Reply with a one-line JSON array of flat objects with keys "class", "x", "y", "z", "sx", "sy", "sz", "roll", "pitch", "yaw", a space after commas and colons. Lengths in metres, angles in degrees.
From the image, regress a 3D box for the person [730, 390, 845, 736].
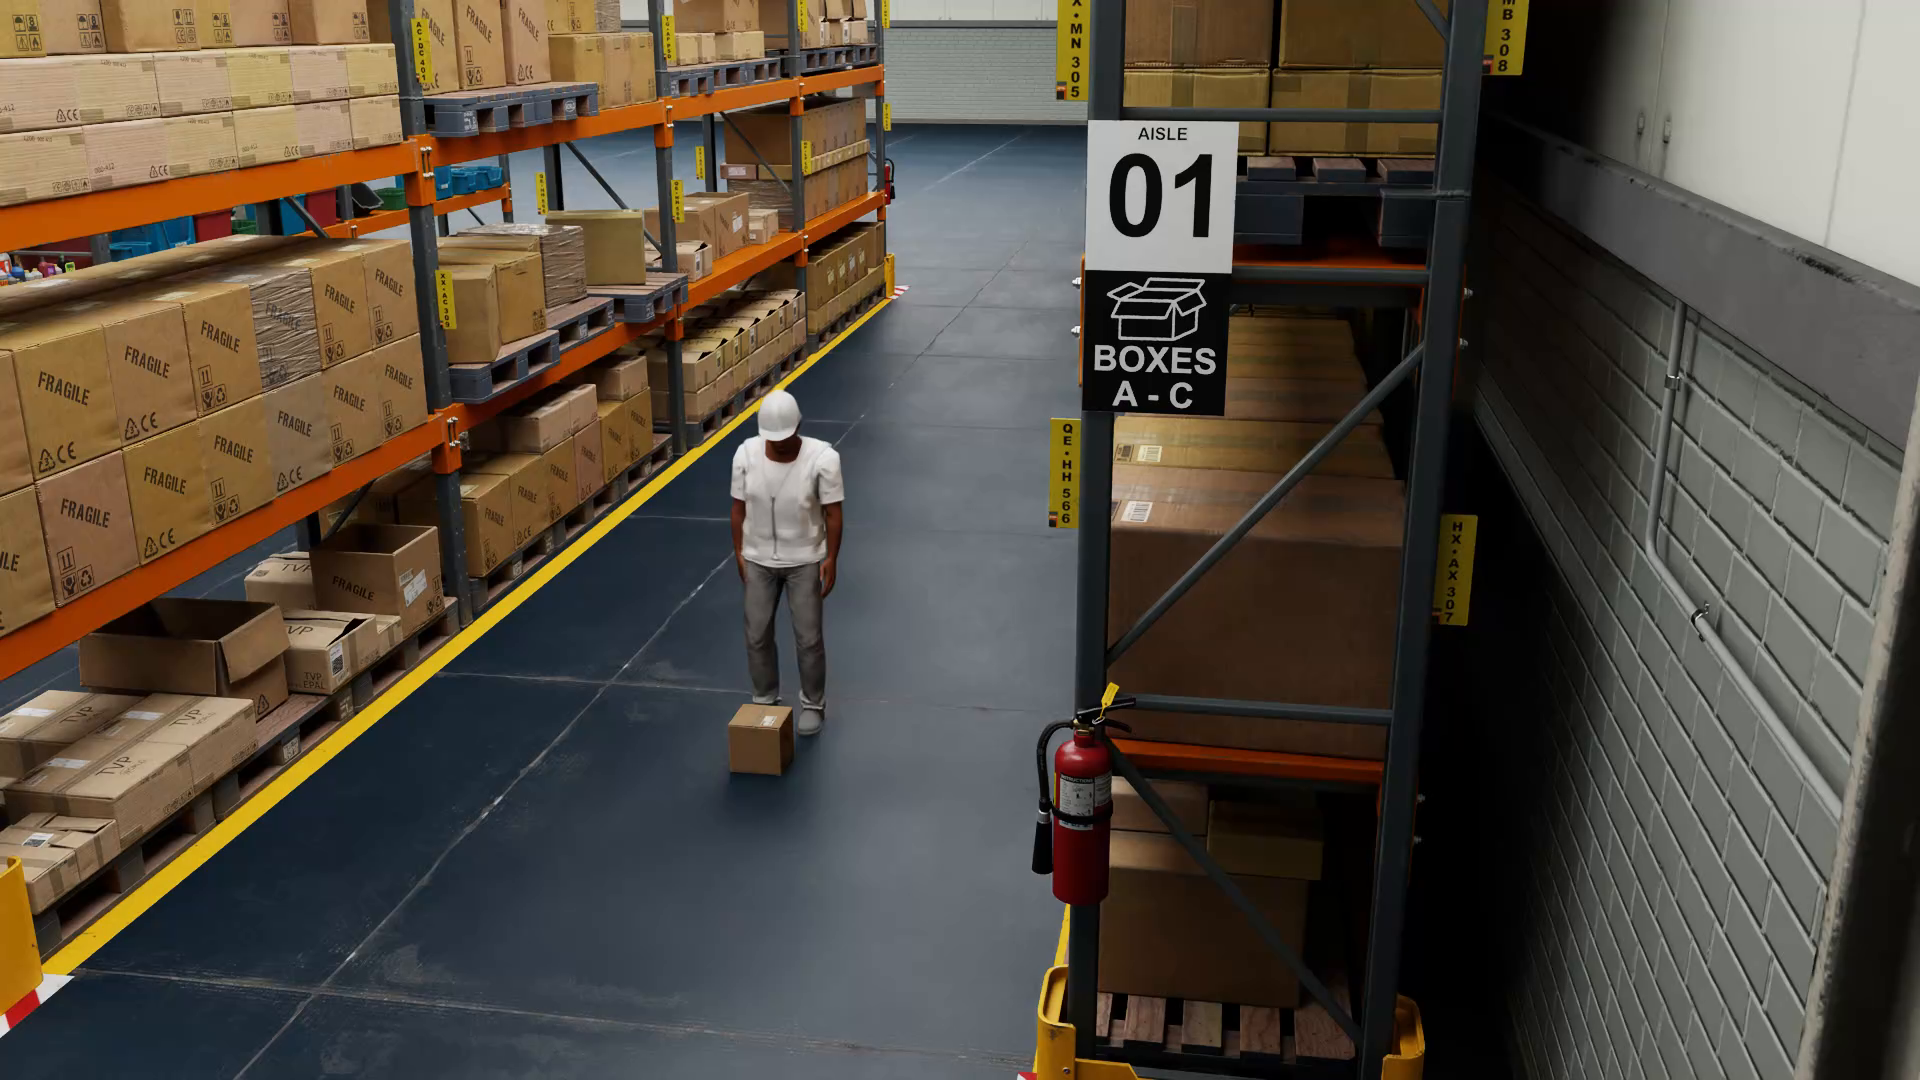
[{"class": "person", "x": -0.857, "y": 0.107, "z": 8.222, "sx": 0.578, "sy": 1.746, "sz": 0.396, "roll": 3, "pitch": 18, "yaw": 10}]
